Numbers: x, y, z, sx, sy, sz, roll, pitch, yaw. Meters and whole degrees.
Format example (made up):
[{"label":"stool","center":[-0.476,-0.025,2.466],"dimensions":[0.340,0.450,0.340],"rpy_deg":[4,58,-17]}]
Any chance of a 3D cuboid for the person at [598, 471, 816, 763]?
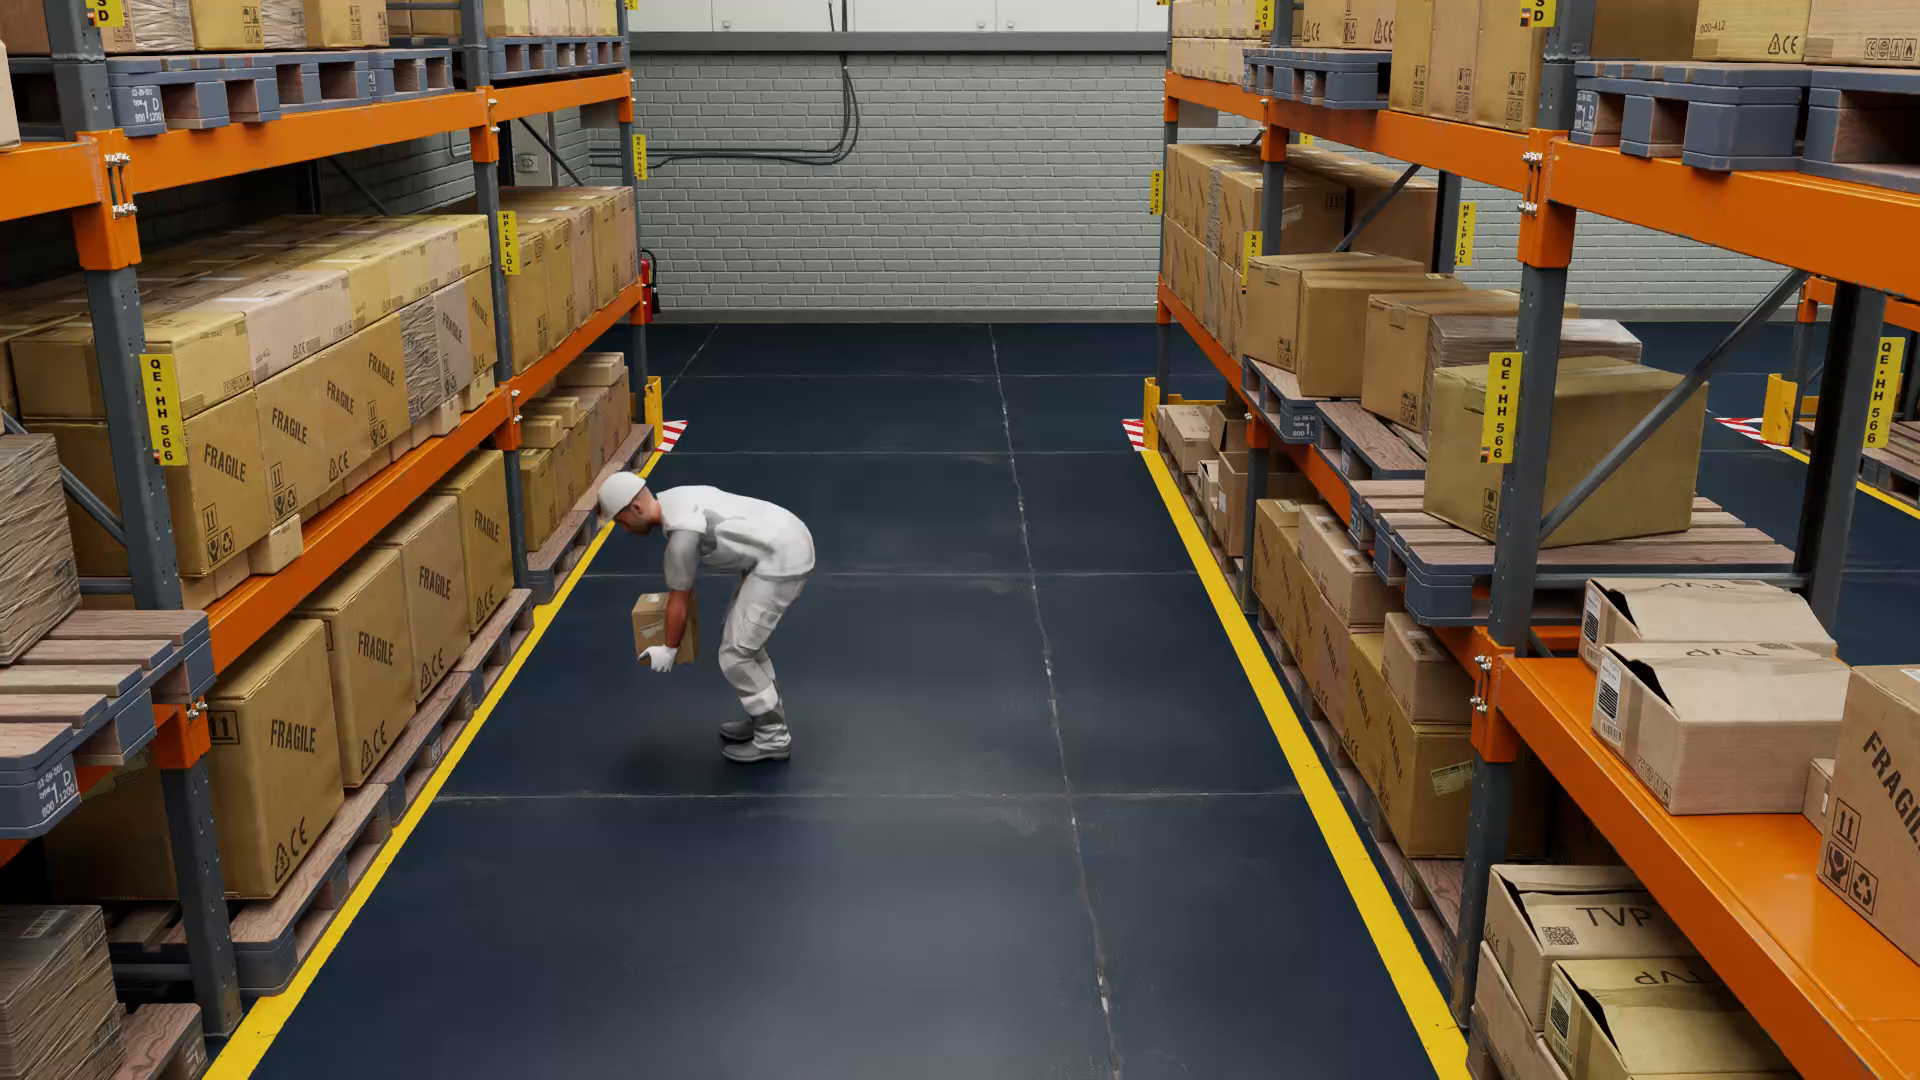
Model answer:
[{"label":"person","center":[-1.089,0.320,7.307],"dimensions":[0.919,1.287,0.499],"rpy_deg":[-1,17,-3]}]
